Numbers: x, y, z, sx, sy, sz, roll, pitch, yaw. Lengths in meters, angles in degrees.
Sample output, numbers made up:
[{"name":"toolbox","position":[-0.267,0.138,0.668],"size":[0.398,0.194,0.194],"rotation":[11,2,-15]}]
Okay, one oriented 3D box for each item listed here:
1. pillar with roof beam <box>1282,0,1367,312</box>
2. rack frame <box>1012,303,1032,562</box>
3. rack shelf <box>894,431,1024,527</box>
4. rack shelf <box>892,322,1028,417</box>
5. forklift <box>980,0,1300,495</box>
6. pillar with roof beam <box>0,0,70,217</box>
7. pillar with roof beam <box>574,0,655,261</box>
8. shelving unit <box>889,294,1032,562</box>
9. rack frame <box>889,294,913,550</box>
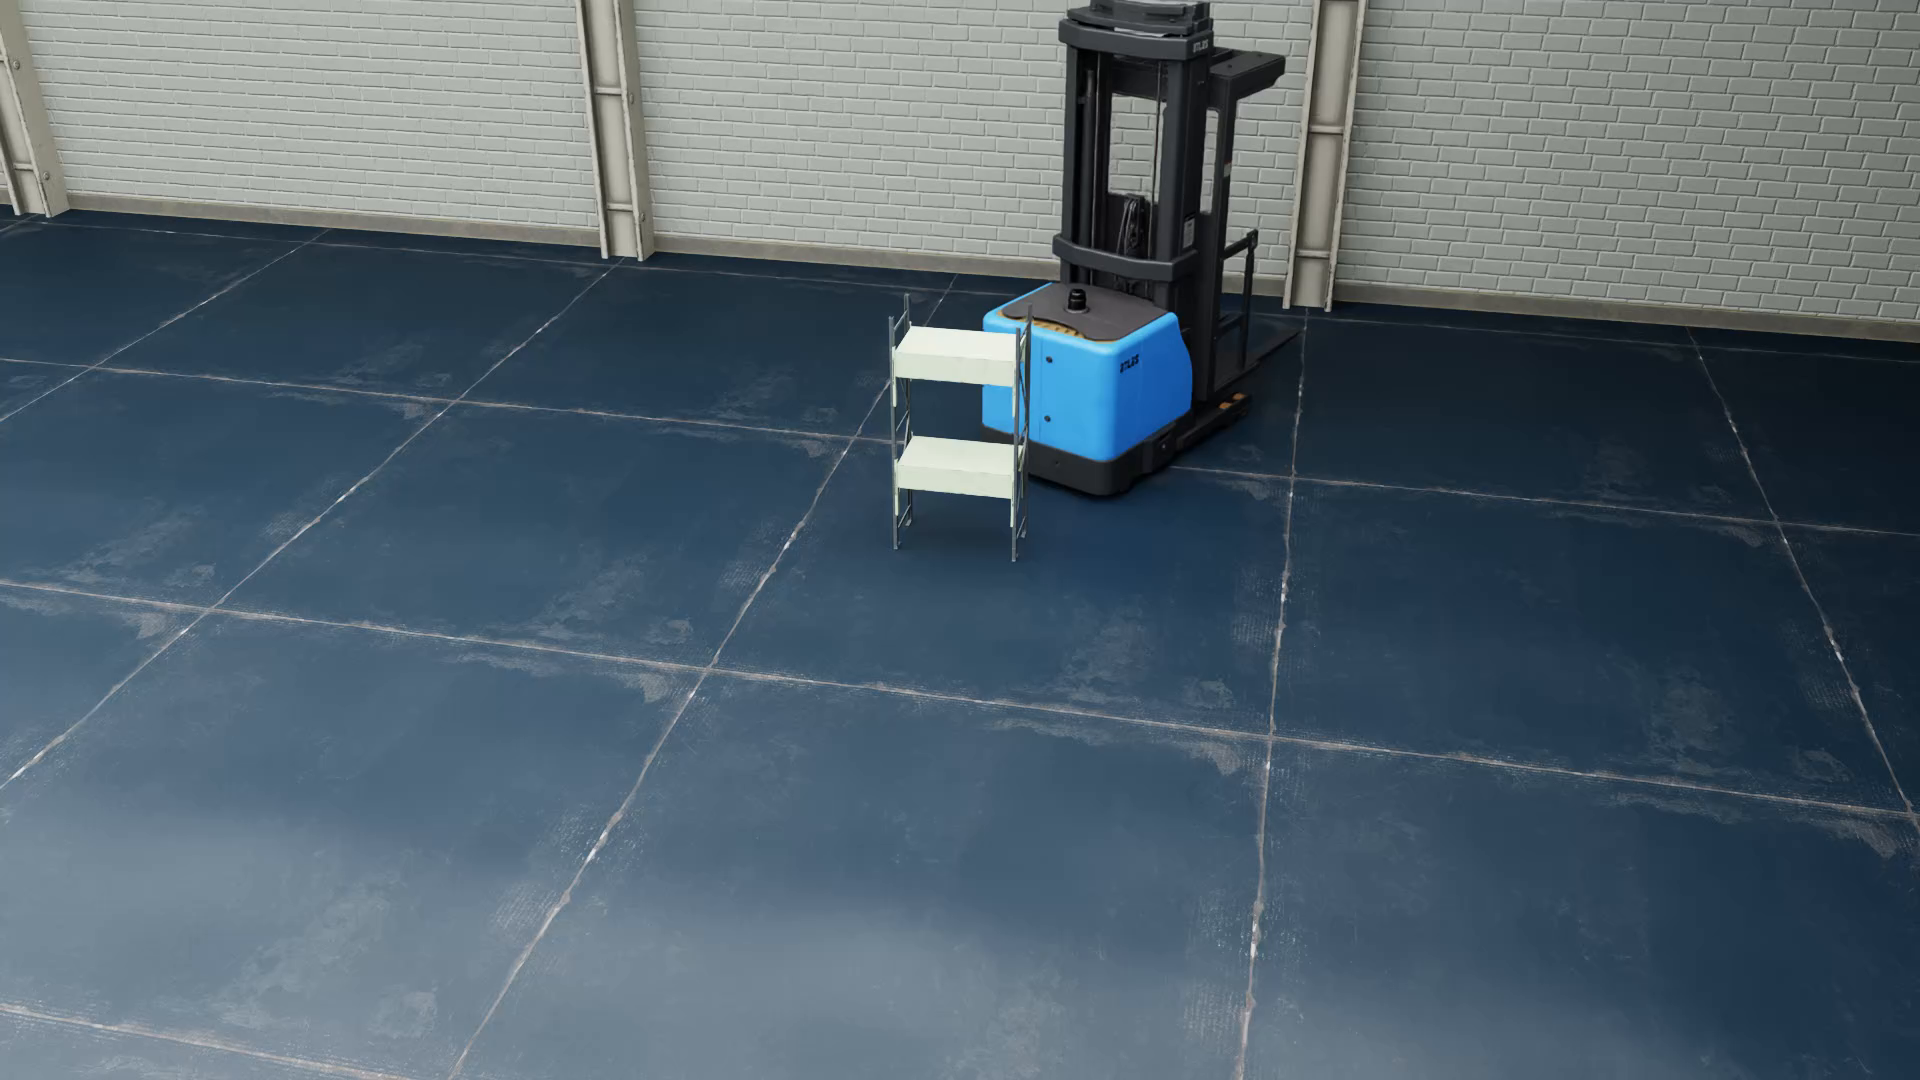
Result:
[{"name":"pillar with roof beam","position":[1.994,-3.895,7.993],"size":[0.400,9.000,9.100],"rotation":[6,29,11]},{"name":"rack frame","position":[0.364,-0.620,9.822],"size":[0.023,1.500,0.400],"rotation":[6,29,11]},{"name":"rack shelf","position":[0.007,-0.371,10.045],"size":[0.720,0.370,0.431],"rotation":[6,29,11]},{"name":"rack shelf","position":[0.007,-1.000,9.701],"size":[0.720,0.370,0.431],"rotation":[6,29,11]},{"name":"forklift","position":[1.423,-2.217,11.248],"size":[1.130,2.935,3.031],"rotation":[20,34,32]},{"name":"pillar with roof beam","position":[-9.741,-5.098,10.191],"size":[0.400,9.000,9.100],"rotation":[6,29,11]},{"name":"pillar with roof beam","position":[-3.873,-4.496,9.092],"size":[0.400,9.000,9.100],"rotation":[6,29,11]},{"name":"shelving unit","position":[0.007,-0.657,9.889],"size":[0.755,1.500,0.431],"rotation":[6,29,11]},{"name":"rack frame","position":[-0.351,-0.694,9.956],"size":[0.023,1.500,0.400],"rotation":[6,29,11]}]
